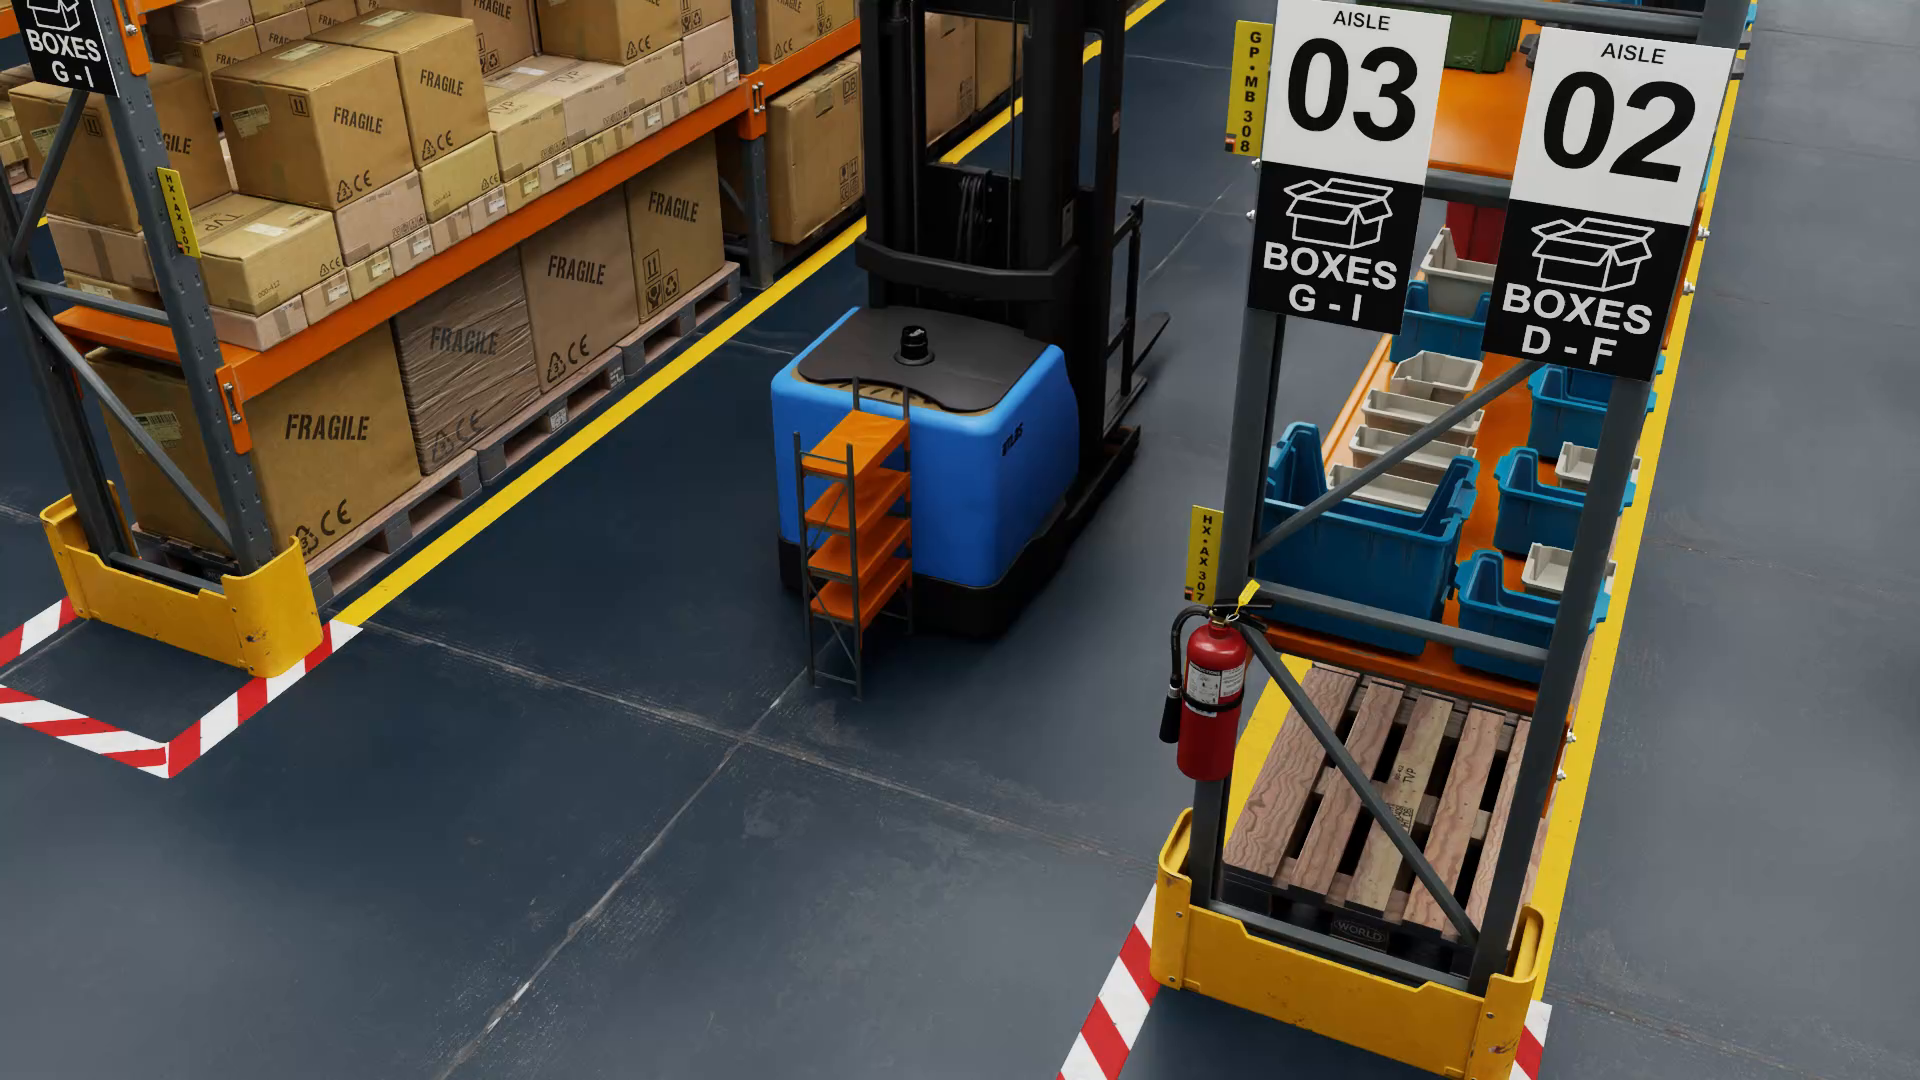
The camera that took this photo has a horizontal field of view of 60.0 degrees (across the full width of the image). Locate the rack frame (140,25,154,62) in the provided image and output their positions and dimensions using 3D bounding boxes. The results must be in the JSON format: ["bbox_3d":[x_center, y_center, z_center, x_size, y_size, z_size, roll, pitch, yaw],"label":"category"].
[{"bbox_3d":[-6.076,-4.081,11.239,1.000,3.000,0.127,14,36,20],"label":"rack frame"}]

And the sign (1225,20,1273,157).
[{"bbox_3d":[0.706,-1.093,4.042,0.100,0.325,0.005,14,36,20],"label":"sign"}]

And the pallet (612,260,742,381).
[{"bbox_3d":[-2.002,-1.366,9.641,1.003,0.211,1.213,14,36,20],"label":"pallet"}]

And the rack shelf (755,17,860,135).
[{"bbox_3d":[-0.776,-3.588,11.143,1.077,0.370,4.000,14,36,20],"label":"rack shelf"}]

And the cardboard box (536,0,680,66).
[{"bbox_3d":[-1.776,-2.729,8.359,0.500,0.500,0.500,15,36,21],"label":"cardboard box"}]

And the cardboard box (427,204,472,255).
[{"bbox_3d":[-2.410,-1.409,7.393,0.380,0.149,0.250,13,36,20],"label":"cardboard box"}]

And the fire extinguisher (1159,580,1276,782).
[{"bbox_3d":[0.736,0.395,4.823,0.296,0.674,0.183,14,36,20],"label":"fire extinguisher"}]

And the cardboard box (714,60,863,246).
[{"bbox_3d":[-1.363,-2.503,10.387,1.225,0.875,0.875,14,36,21],"label":"cardboard box"}]

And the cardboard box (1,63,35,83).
[{"bbox_3d":[-6.408,-3.189,11.553,0.380,0.149,0.250,16,36,22],"label":"cardboard box"}]

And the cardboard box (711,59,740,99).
[{"bbox_3d":[-1.443,-2.561,9.149,0.380,0.149,0.250,14,36,21],"label":"cardboard box"}]

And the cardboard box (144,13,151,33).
[{"bbox_3d":[-5.994,-3.954,12.257,0.500,0.250,0.500,13,36,19],"label":"cardboard box"}]

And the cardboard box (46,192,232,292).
[{"bbox_3d":[-3.325,-1.265,6.809,0.500,0.250,0.500,14,36,20],"label":"cardboard box"}]

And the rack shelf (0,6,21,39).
[{"bbox_3d":[-6.912,-2.784,9.917,1.077,0.370,4.000,14,36,20],"label":"rack shelf"}]

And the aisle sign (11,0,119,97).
[{"bbox_3d":[-3.044,-1.883,5.516,0.394,0.787,0.004,14,36,20],"label":"aisle sign"}]

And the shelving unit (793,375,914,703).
[{"bbox_3d":[-0.408,0.005,6.648,0.258,1.200,0.503,13,36,20],"label":"shelving unit"}]

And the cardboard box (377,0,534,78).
[{"bbox_3d":[-2.472,-2.585,8.138,0.500,0.500,0.500,13,35,19],"label":"cardboard box"}]

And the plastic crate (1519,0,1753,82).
[{"bbox_3d":[1.627,-1.092,4.064,0.497,0.269,0.590,14,36,20],"label":"plastic crate"}]

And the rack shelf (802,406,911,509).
[{"bbox_3d":[-0.408,-0.324,6.433,0.258,0.148,0.480,13,36,20],"label":"rack shelf"}]

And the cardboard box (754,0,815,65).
[{"bbox_3d":[-1.193,-3.107,9.661,0.500,0.500,0.500,14,36,21],"label":"cardboard box"}]

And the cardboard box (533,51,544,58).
[{"bbox_3d":[-2.260,-2.534,8.745,0.500,0.250,0.500,14,36,20],"label":"cardboard box"}]

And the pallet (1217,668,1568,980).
[{"bbox_3d":[1.593,1.000,6.033,1.003,0.211,1.213,14,36,20],"label":"pallet"}]

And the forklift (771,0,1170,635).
[{"bbox_3d":[0.258,-1.621,7.549,1.130,2.935,3.031,13,36,20],"label":"forklift"}]

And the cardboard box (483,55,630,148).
[{"bbox_3d":[-1.987,-2.162,8.177,0.500,0.250,0.500,15,36,21],"label":"cardboard box"}]

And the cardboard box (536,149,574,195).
[{"bbox_3d":[-2.088,-1.794,7.980,0.380,0.149,0.250,15,36,21],"label":"cardboard box"}]

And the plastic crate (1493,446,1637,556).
[{"bbox_3d":[1.890,-0.095,5.257,0.416,0.233,0.300,14,36,20],"label":"plastic crate"}]

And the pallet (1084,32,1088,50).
[{"bbox_3d":[0.389,-4.108,13.822,1.003,0.211,1.213,14,36,20],"label":"pallet"}]

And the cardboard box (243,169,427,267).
[{"bbox_3d":[-2.629,-1.400,7.015,0.500,0.250,0.500,14,36,20],"label":"cardboard box"}]

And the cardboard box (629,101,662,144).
[{"bbox_3d":[-1.765,-2.177,8.563,0.380,0.149,0.250,15,36,21],"label":"cardboard box"}]

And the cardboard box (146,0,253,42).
[{"bbox_3d":[-5.526,-3.833,12.072,0.500,0.250,0.500,13,35,18],"label":"cardboard box"}]

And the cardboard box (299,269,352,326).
[{"bbox_3d":[-2.732,-1.025,6.807,0.380,0.149,0.250,14,36,20],"label":"cardboard box"}]

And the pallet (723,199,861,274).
[{"bbox_3d":[-1.358,-2.128,10.804,1.003,0.211,1.213,14,36,20],"label":"pallet"}]

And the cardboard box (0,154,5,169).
[{"bbox_3d":[-6.399,-2.450,10.697,0.380,0.149,0.250,15,36,22],"label":"cardboard box"}]

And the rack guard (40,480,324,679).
[{"bbox_3d":[-3.296,0.156,7.055,1.175,0.500,0.348,14,36,20],"label":"rack guard"}]

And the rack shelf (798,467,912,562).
[{"bbox_3d":[-0.408,-0.126,6.562,0.258,0.148,0.480,13,36,20],"label":"rack shelf"}]

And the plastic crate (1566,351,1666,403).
[{"bbox_3d":[2.291,-0.572,5.985,0.416,0.233,0.300,14,36,20],"label":"plastic crate"}]

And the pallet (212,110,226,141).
[{"bbox_3d":[-5.751,-3.303,12.595,1.003,0.211,1.213,14,36,20],"label":"pallet"}]

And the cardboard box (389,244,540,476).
[{"bbox_3d":[-2.710,-0.978,8.061,0.875,0.875,0.875,14,36,20],"label":"cardboard box"}]

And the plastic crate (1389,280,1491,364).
[{"bbox_3d":[1.839,-0.801,6.334,0.416,0.233,0.300,14,36,20],"label":"plastic crate"}]

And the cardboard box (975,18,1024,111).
[{"bbox_3d":[-0.247,-3.833,12.415,1.225,0.875,0.875,13,35,18],"label":"cardboard box"}]

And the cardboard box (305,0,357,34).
[{"bbox_3d":[-5.099,-4.047,13.082,0.500,0.500,0.500,15,36,21],"label":"cardboard box"}]

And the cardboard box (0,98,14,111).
[{"bbox_3d":[-6.157,-2.815,10.981,0.380,0.149,0.250,14,36,20],"label":"cardboard box"}]

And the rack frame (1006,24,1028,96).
[{"bbox_3d":[0.061,-4.885,12.465,1.000,3.000,0.127,14,36,20],"label":"rack frame"}]

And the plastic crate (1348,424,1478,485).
[{"bbox_3d":[1.523,-0.268,5.609,0.396,0.136,0.243,14,36,20],"label":"plastic crate"}]

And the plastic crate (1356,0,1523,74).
[{"bbox_3d":[1.366,-1.487,4.740,0.450,0.188,0.336,14,36,20],"label":"plastic crate"}]
